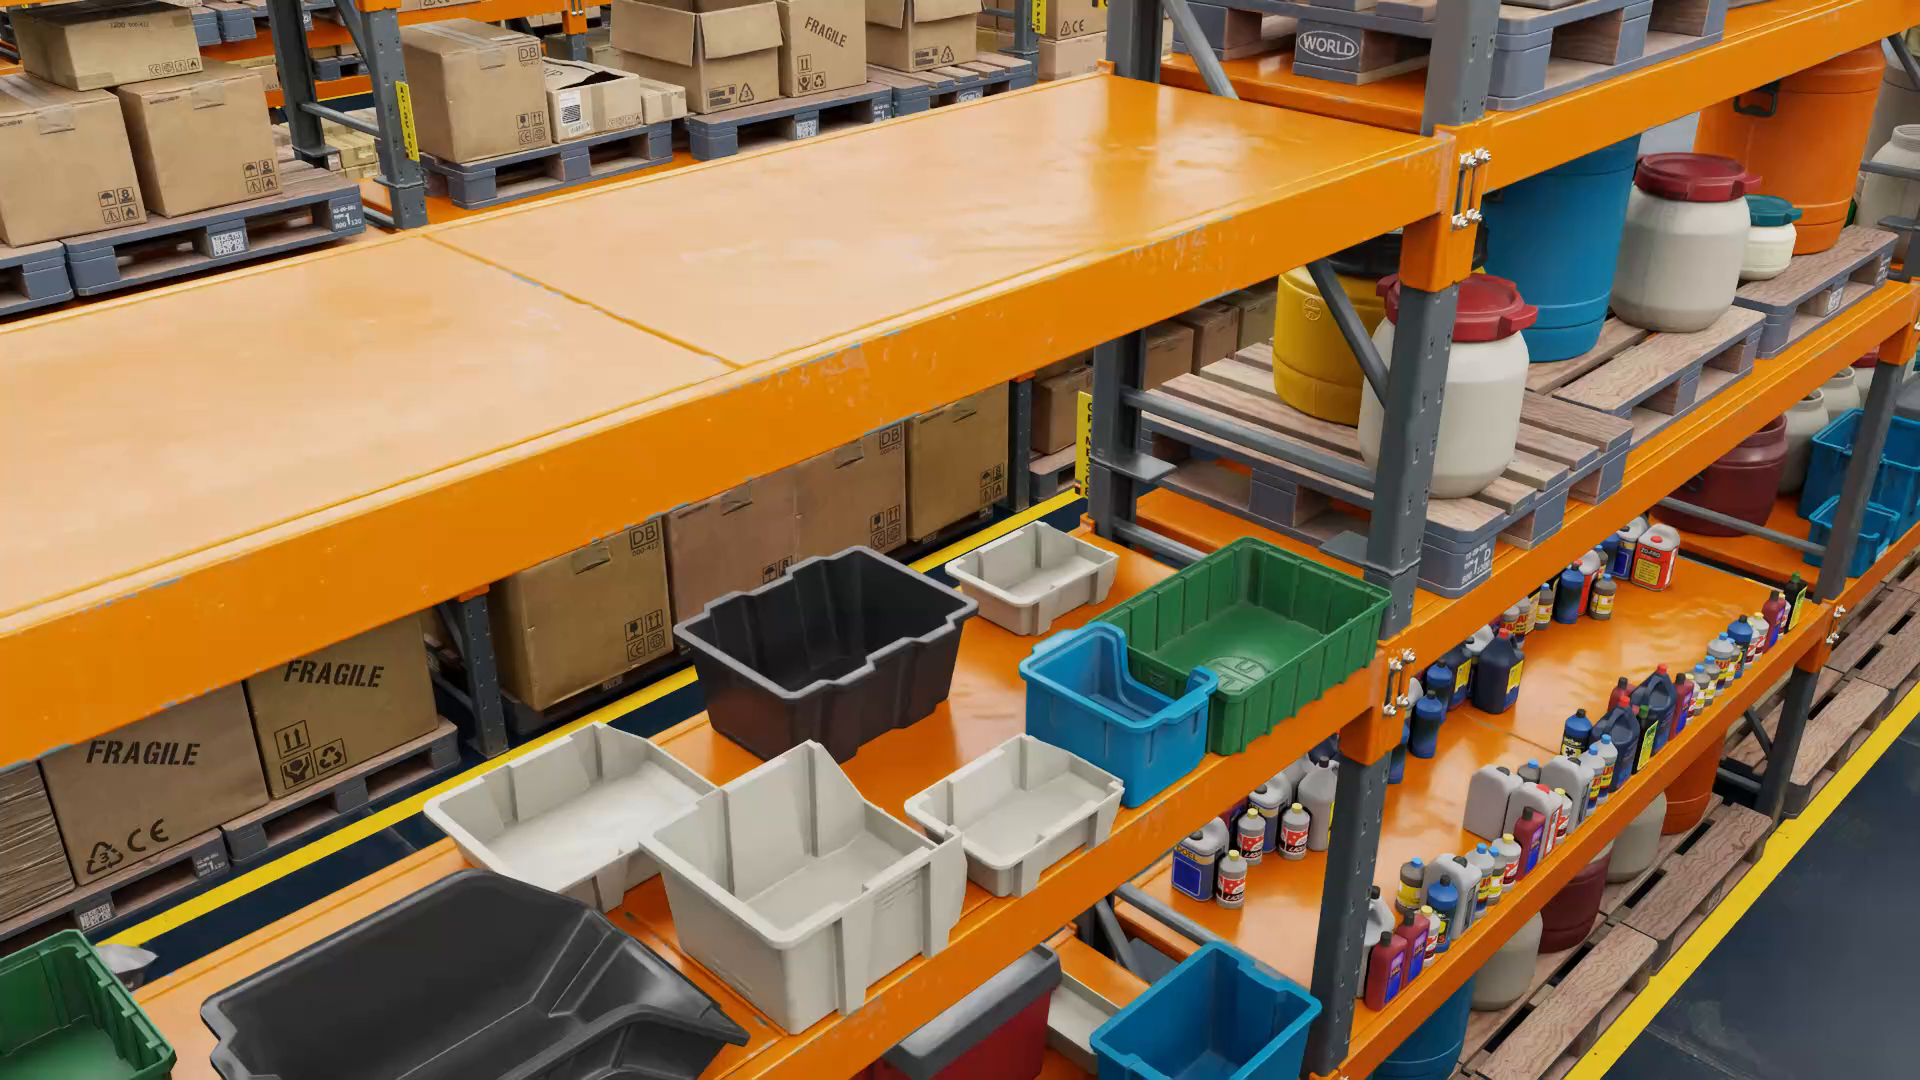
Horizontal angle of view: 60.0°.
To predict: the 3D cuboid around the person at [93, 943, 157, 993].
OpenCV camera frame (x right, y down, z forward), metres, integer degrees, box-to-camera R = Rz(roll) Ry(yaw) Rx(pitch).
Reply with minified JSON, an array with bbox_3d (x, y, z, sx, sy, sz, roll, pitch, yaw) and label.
[{"bbox_3d":[-2.496,2.015,5.052,0.573,1.832,0.487,15,31,26],"label":"person"}]
